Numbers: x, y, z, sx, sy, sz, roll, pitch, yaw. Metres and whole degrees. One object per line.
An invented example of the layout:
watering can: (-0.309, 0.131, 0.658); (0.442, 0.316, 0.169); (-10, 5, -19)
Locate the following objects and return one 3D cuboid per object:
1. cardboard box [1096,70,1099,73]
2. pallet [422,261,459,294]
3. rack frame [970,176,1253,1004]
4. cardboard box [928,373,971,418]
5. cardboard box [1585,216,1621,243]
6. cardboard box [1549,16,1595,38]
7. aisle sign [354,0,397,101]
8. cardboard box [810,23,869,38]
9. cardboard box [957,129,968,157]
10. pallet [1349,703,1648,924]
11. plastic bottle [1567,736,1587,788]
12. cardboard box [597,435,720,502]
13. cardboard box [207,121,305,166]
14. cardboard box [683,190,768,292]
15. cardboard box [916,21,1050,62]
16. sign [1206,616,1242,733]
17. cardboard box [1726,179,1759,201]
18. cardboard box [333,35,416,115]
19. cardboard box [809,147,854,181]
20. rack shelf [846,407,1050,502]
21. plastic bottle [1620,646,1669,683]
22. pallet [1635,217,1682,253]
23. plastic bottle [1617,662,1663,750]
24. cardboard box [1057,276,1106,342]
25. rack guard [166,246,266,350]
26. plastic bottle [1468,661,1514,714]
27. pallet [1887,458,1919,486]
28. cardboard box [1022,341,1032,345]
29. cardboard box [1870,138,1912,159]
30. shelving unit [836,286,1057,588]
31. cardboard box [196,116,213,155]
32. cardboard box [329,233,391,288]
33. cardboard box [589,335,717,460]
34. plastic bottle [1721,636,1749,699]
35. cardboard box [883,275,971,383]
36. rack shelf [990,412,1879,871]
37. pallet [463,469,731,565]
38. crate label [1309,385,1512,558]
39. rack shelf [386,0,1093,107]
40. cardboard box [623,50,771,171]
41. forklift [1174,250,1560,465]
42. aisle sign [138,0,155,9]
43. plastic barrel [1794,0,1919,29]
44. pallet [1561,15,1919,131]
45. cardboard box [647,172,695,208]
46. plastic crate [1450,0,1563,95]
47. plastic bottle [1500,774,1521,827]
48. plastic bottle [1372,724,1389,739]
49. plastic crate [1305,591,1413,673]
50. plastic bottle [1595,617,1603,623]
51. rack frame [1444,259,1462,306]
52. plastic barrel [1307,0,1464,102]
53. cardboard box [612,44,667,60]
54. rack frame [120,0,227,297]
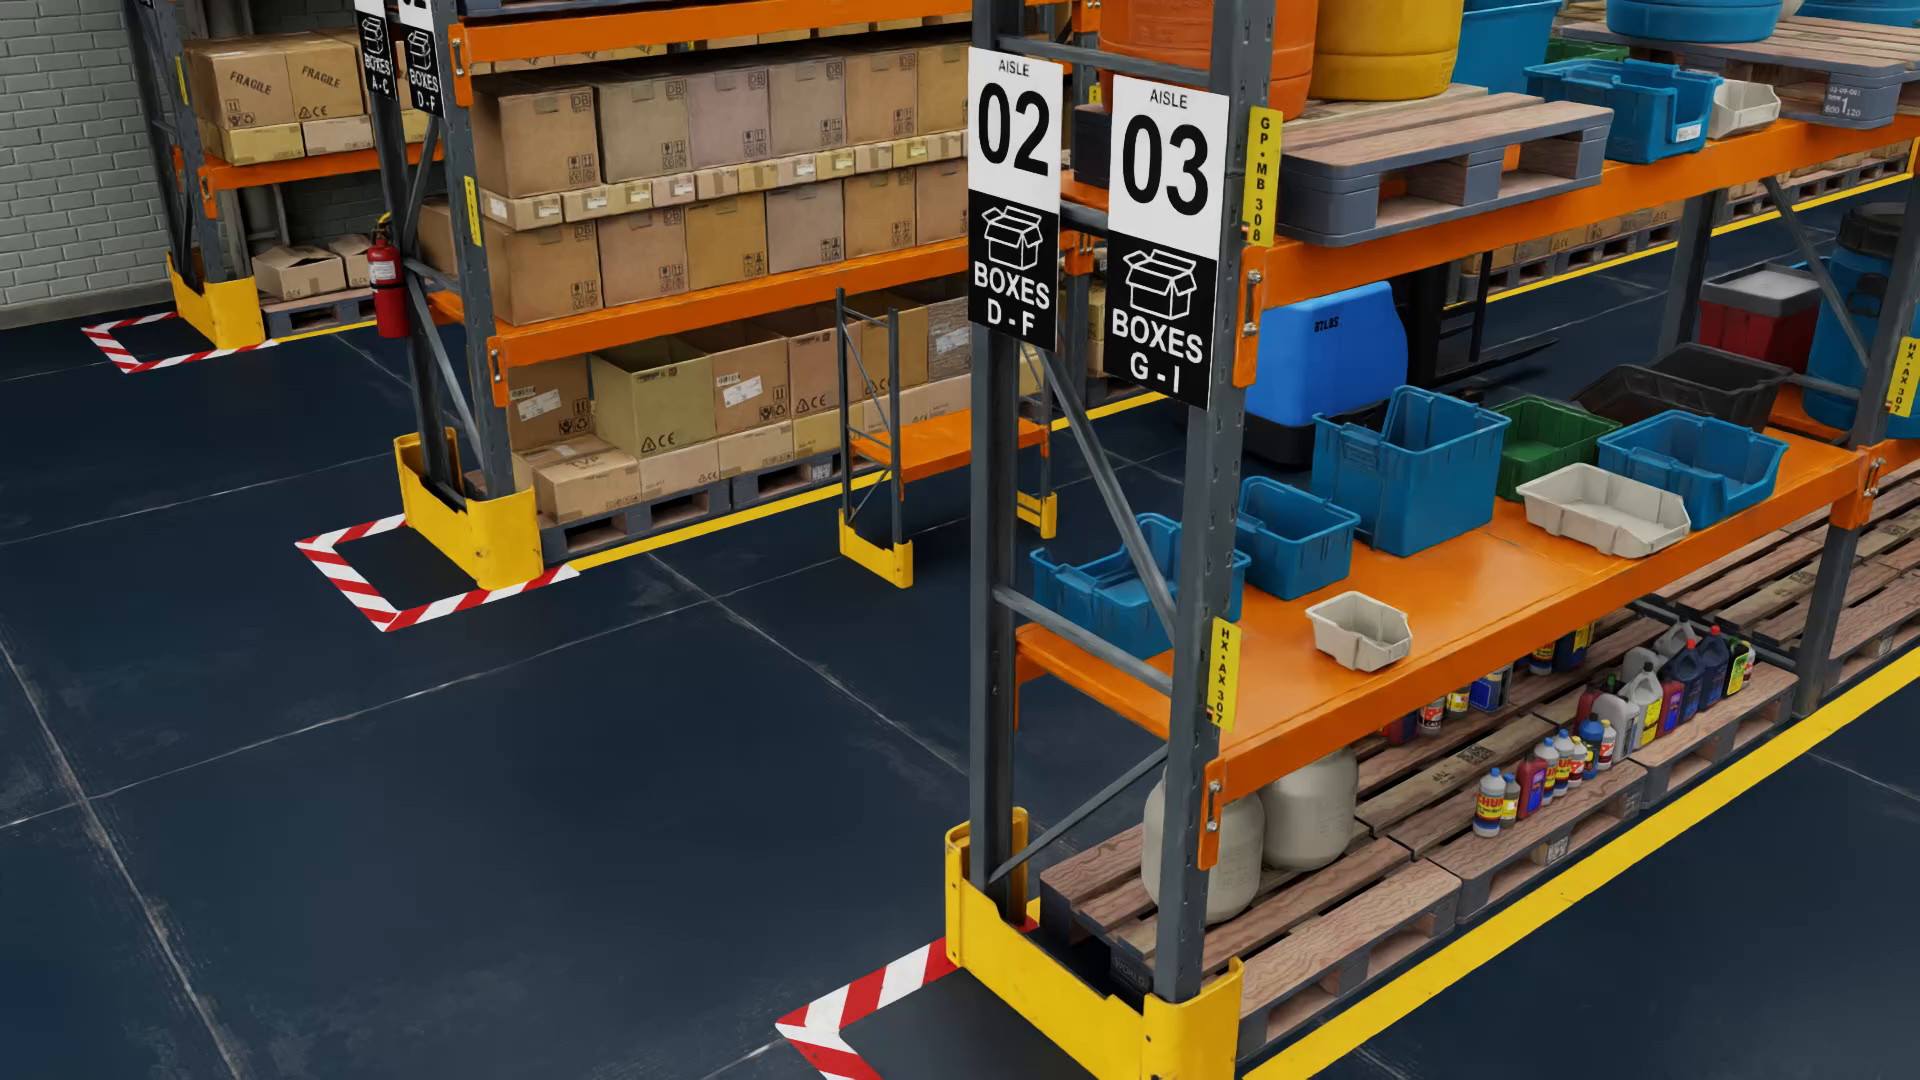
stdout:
cardboard box: (1.922, -4.636, 17.731); (0.750, 0.750, 0.750); (-18, 31, -34)
pallet: (-4.046, -2.239, 13.823); (1.213, 0.211, 1.003); (-18, 31, -34)
rack frame: (0.387, 0.313, 5.013); (0.127, 3.000, 1.000); (-18, 31, -34)
cardboard box: (-0.149, -0.992, 10.592); (0.500, 0.250, 0.500); (-18, 31, -34)
cardboard box: (5.377, -2.901, 14.383); (0.500, 0.500, 0.500); (-19, 31, -36)
cardboard box: (4.892, -4.019, 13.728); (0.500, 0.500, 0.700); (-12, 28, -24)
aisle sign: (-2.900, -2.589, 8.177); (0.004, 0.787, 0.394); (-18, 31, -34)
cardboard box: (-1.214, -4.698, 15.169); (0.500, 0.500, 0.700); (-14, 28, -27)
cardboard box: (-0.001, -2.434, 10.042); (0.250, 0.149, 0.380); (-19, 31, -35)
pallet: (2.019, 1.018, 6.807); (1.213, 0.211, 1.003); (-18, 31, -34)
plastic bottle: (2.432, 0.874, 6.606); (0.097, 0.201, 0.097); (0, 25, 0)
cardboard box: (-1.716, -0.469, 9.465); (0.500, 0.250, 0.500); (-18, 31, -34)
cardboard box: (-5.147, -2.932, 12.159); (0.500, 0.250, 0.500); (-19, 31, -35)
cardboard box: (-1.487, -1.757, 9.353); (0.500, 0.500, 0.700); (-18, 30, -34)
cardboard box: (0.135, -2.885, 10.243); (0.500, 0.500, 0.700); (-18, 30, -34)
sign: (0.723, 0.370, 4.560); (0.005, 0.325, 0.100); (-18, 31, -34)
cardboard box: (7.240, -3.464, 15.822); (0.500, 0.311, 0.500); (-18, 31, -34)
cardboard box: (-4.360, -3.532, 12.561); (0.500, 0.500, 0.500); (-19, 31, -36)
cardboard box: (-0.808, -2.167, 9.467); (0.250, 0.149, 0.380); (-17, 30, -32)
rack shelf: (-0.067, -0.495, 8.962); (1.000, 0.185, 0.538); (-18, 31, -34)
plastic bottle: (2.943, 0.579, 7.151); (0.135, 0.276, 0.152); (-18, 31, -34)
pallet: (6.159, -2.958, 15.373); (1.213, 0.211, 1.003); (-18, 31, -34)
plastic bottle: (2.800, 0.672, 6.863); (0.185, 0.351, 0.144); (-18, 31, -34)
cardboard box: (0.960, -1.591, 11.216); (0.500, 0.311, 0.500); (-18, 30, -34)
rack guard: (-5.667, -1.855, 12.654); (0.348, 0.500, 1.175); (-18, 31, -34)
plastic bottle: (2.271, 0.584, 7.142); (0.135, 0.276, 0.152); (-18, 31, -34)
pallet: (6.048, -0.312, 9.672); (1.213, 0.211, 1.003); (-18, 31, -34)
cardboard box: (0.628, -1.515, 11.719); (0.500, 0.250, 0.500); (-19, 31, -35)
cardboard box: (9.648, -4.328, 17.460); (0.500, 0.500, 0.500); (-18, 31, -34)
shelving unit: (-0.060, -0.661, 8.892); (1.083, 1.500, 0.587); (-18, 31, -34)
cardboard box: (-5.478, -3.096, 12.512); (0.500, 0.250, 0.500); (-18, 30, -33)
cardboard box: (-4.678, -2.247, 13.200); (0.500, 0.311, 0.500); (-15, 29, -30)
cardboard box: (-1.715, -0.809, 9.306); (0.500, 0.500, 0.500); (-18, 31, -34)
plastic bottle: (3.359, 0.540, 7.227); (0.133, 0.283, 0.061); (-17, 30, -32)
cardboard box: (-0.150, -1.333, 10.435); (0.500, 0.500, 0.500); (-18, 31, -34)
rack shelf: (1.960, 0.119, 6.284); (4.000, 0.370, 1.077); (-18, 31, -34)
pallet: (-2.091, -0.277, 9.596); (1.213, 0.211, 1.003); (-18, 31, -34)
crate label: (1.668, -0.271, 6.229); (0.616, 0.435, 0.502); (-18, 31, -34)
rack shelf: (-1.093, -2.883, 9.191); (4.000, 0.370, 1.077); (-18, 31, -34)
cardboard box: (-1.443, -2.364, 9.120); (0.500, 0.500, 0.700); (-18, 30, -34)
forklift: (2.859, -2.271, 10.663); (3.031, 2.935, 1.130); (-18, 31, -34)
aisle sign: (-5.598, -4.031, 11.283); (0.004, 0.787, 0.394); (-18, 31, -34)
plastic barrel: (3.801, -2.519, 6.955); (0.708, 0.901, 0.600); (-18, 31, -34)
pallet: (3.027, -1.782, 6.187); (1.003, 0.211, 1.213); (-18, 31, -34)
cardboard box: (-1.622, -1.898, 8.887); (0.250, 0.149, 0.380); (-19, 31, -35)
plastic crate: (1.701, -1.636, 5.668); (0.575, 0.384, 0.392); (-18, 31, -34)
plastic bottle: (2.087, 0.988, 6.360); (0.097, 0.201, 0.097); (0, 25, 0)
plastic bottle: (1.777, 0.670, 6.957); (0.135, 0.276, 0.152); (-18, 30, -34)
plastic crate: (1.289, 0.306, 5.340); (0.250, 0.136, 0.298); (-18, 31, -34)
plastic bottle: (3.013, 0.249, 7.869); (0.097, 0.271, 0.097); (0, 25, 0)
rack frame: (3.628, -3.407, 13.029); (0.127, 3.000, 1.000); (-18, 31, -34)
plastic barrel: (1.205, -1.662, 4.983); (0.600, 0.588, 0.600); (0, 25, 0)
cardboard box: (-2.760, -4.064, 13.708); (0.500, 0.500, 0.500); (-18, 31, -34)
rack frame: (-5.727, -2.969, 12.085); (0.127, 3.000, 1.000); (-18, 31, -34)
